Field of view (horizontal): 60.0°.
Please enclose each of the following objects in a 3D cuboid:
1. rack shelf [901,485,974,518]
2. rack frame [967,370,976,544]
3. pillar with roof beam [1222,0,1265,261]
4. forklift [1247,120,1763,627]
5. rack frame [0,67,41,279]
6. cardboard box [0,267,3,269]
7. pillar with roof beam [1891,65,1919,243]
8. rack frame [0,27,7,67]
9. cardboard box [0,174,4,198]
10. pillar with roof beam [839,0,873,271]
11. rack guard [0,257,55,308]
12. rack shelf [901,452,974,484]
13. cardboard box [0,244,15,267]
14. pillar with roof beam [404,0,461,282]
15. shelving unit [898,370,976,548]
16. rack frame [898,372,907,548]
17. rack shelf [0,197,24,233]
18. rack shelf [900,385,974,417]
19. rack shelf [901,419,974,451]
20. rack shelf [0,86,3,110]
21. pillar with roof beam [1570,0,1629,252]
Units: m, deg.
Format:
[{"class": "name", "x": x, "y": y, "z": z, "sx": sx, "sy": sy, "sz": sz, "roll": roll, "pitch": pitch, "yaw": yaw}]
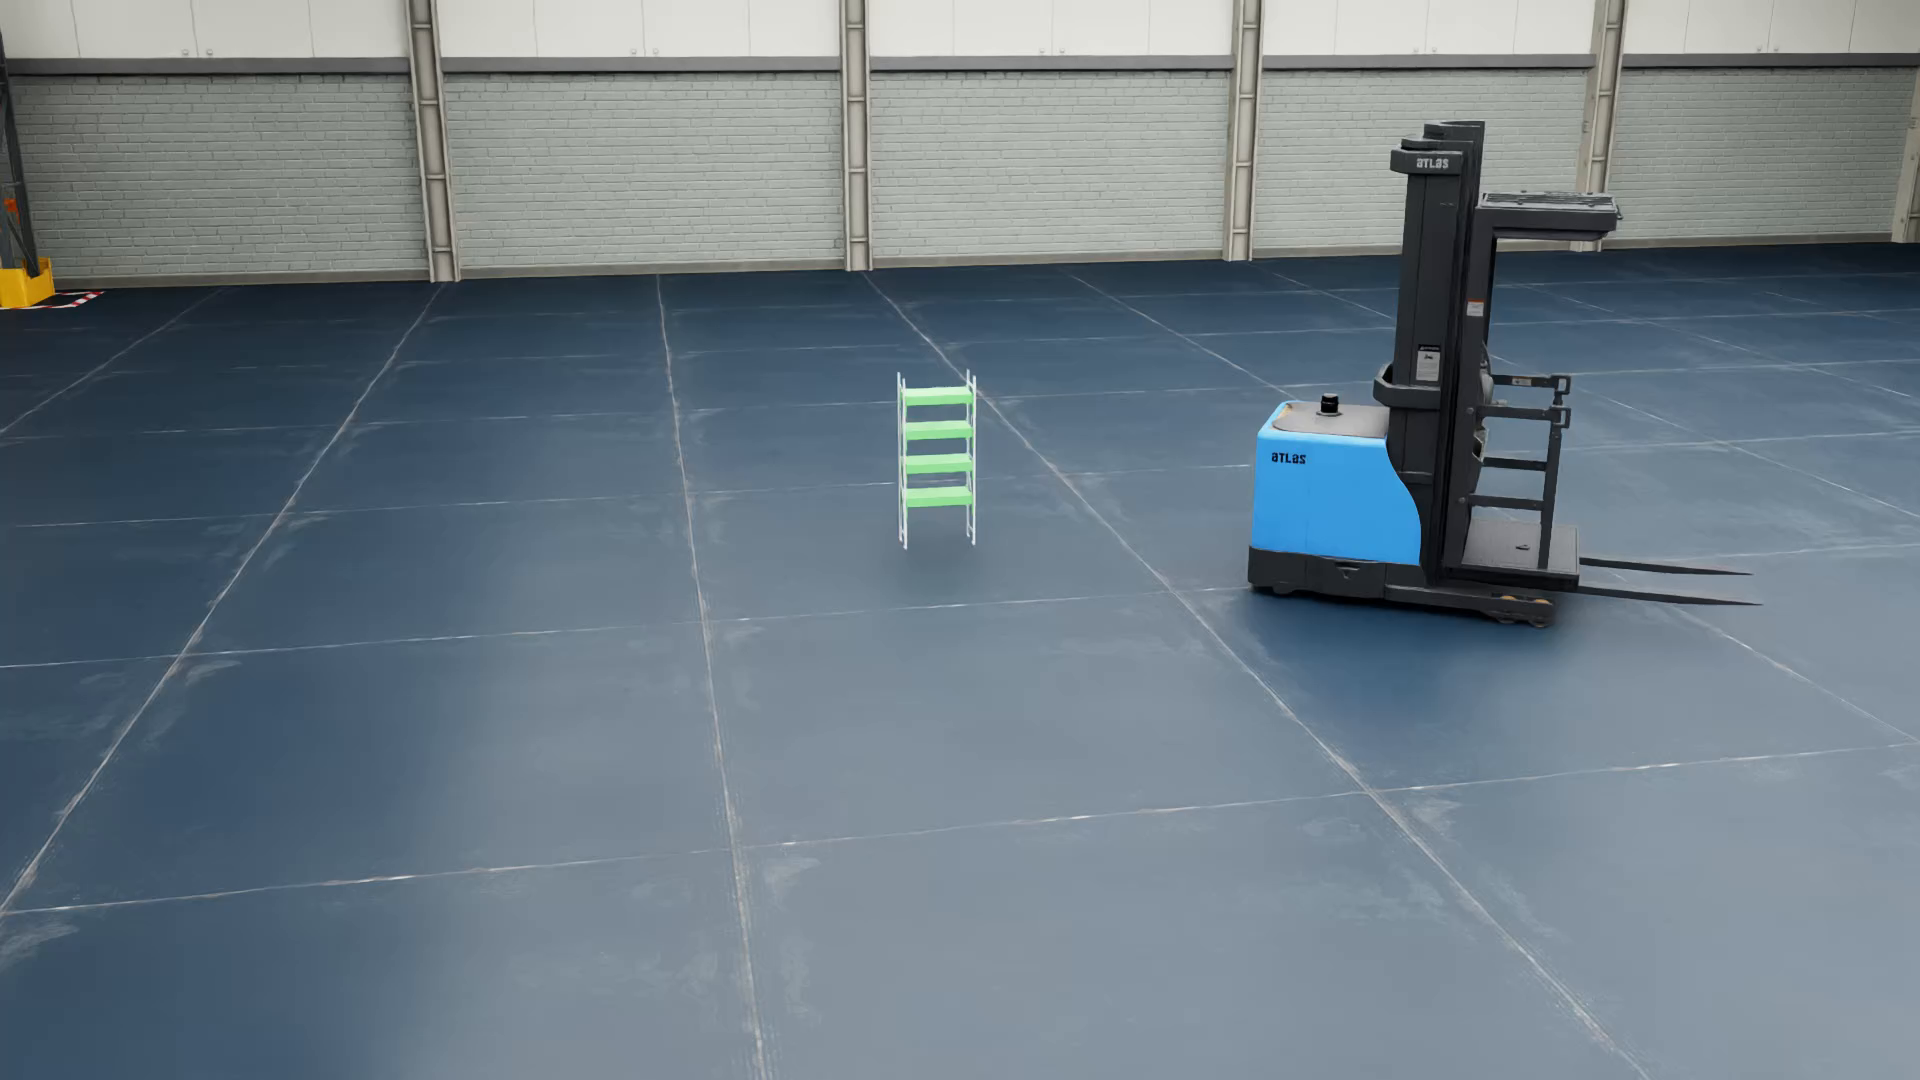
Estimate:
[{"class": "rack shelf", "x": -0.163, "y": -0.274, "z": 11.695, "sx": 0.480, "sy": 0.148, "sz": 0.258, "roll": -3, "pitch": 17, "yaw": -10}, {"class": "rack frame", "x": 0.077, "y": -0.578, "z": 11.650, "sx": 0.015, "sy": 1.200, "sz": 0.240, "roll": -3, "pitch": 17, "yaw": -10}, {"class": "pillar with roof beam", "x": 5.175, "y": -7.476, "z": 20.826, "sx": 0.400, "sy": 9.000, "sz": 9.100, "roll": -3, "pitch": 17, "yaw": -10}, {"class": "forklift", "x": 3.426, "y": -1.048, "z": 10.232, "sx": 3.031, "sy": 2.935, "sz": 1.130, "roll": 6, "pitch": 18, "yaw": 18}, {"class": "rack frame", "x": -12.461, "y": -4.626, "z": 21.763, "sx": 0.127, "sy": 3.000, "sz": 1.000, "roll": -3, "pitch": 17, "yaw": -10}, {"class": "cardboard box", "x": -12.980, "y": -3.541, "z": 22.200, "sx": 0.500, "sy": 0.250, "sz": 0.500, "roll": -3, "pitch": 17, "yaw": -10}, {"class": "pillar with roof beam", "x": 16.957, "y": -8.144, "z": 23.002, "sx": 0.400, "sy": 9.000, "sz": 9.100, "roll": -3, "pitch": 17, "yaw": -10}, {"class": "rack frame", "x": -12.461, "y": -7.494, "z": 20.883, "sx": 0.127, "sy": 3.000, "sz": 1.000, "roll": -3, "pitch": 17, "yaw": -10}, {"class": "cardboard box", "x": -13.000, "y": -4.726, "z": 21.919, "sx": 0.500, "sy": 0.500, "sz": 0.500, "roll": -3, "pitch": 17, "yaw": -9}, {"class": "pillar with roof beam", "x": -0.716, "y": -7.142, "z": 19.738, "sx": 0.400, "sy": 9.000, "sz": 9.100, "roll": -3, "pitch": 17, "yaw": -10}, {"class": "rack guard", "x": -12.437, "y": -3.432, "z": 22.135, "sx": 0.348, "sy": 0.500, "sz": 1.175, "roll": -3, "pitch": 17, "yaw": -10}, {"class": "rack shelf", "x": -0.163, "y": -0.503, "z": 11.624, "sx": 0.480, "sy": 0.148, "sz": 0.258, "roll": -3, "pitch": 17, "yaw": -10}, {"class": "cardboard box", "x": -12.962, "y": -3.785, "z": 22.142, "sx": 0.500, "sy": 0.250, "sz": 0.500, "roll": -3, "pitch": 17, "yaw": -9}, {"class": "pillar with roof beam", "x": -6.607, "y": -6.808, "z": 18.650, "sx": 0.400, "sy": 9.000, "sz": 9.100, "roll": -3, "pitch": 17, "yaw": -10}, {"class": "shelving unit", "x": -0.163, "y": -0.564, "z": 11.606, "sx": 0.503, "sy": 1.200, "sz": 0.258, "roll": -3, "pitch": 17, "yaw": -10}, {"class": "rack frame", "x": -0.402, "y": -0.551, "z": 11.561, "sx": 0.015, "sy": 1.200, "sz": 0.240, "roll": -3, "pitch": 17, "yaw": -10}, {"class": "rack shelf", "x": -14.424, "y": -4.170, "z": 21.506, "sx": 4.000, "sy": 0.370, "sz": 1.077, "roll": -3, "pitch": 17, "yaw": -10}, {"class": "rack shelf", "x": -0.163, "y": -0.962, "z": 11.483, "sx": 0.480, "sy": 0.148, "sz": 0.258, "roll": -3, "pitch": 17, "yaw": -10}, {"class": "rack shelf", "x": -0.163, "y": -0.733, "z": 11.554, "sx": 0.480, "sy": 0.148, "sz": 0.258, "roll": -3, "pitch": 17, "yaw": -10}, {"class": "rack shelf", "x": -14.424, "y": -5.604, "z": 21.066, "sx": 4.000, "sy": 0.370, "sz": 1.077, "roll": -3, "pitch": 17, "yaw": -10}, {"class": "pillar with roof beam", "x": 11.066, "y": -7.810, "z": 21.914, "sx": 0.400, "sy": 9.000, "sz": 9.100, "roll": -3, "pitch": 17, "yaw": -10}]
